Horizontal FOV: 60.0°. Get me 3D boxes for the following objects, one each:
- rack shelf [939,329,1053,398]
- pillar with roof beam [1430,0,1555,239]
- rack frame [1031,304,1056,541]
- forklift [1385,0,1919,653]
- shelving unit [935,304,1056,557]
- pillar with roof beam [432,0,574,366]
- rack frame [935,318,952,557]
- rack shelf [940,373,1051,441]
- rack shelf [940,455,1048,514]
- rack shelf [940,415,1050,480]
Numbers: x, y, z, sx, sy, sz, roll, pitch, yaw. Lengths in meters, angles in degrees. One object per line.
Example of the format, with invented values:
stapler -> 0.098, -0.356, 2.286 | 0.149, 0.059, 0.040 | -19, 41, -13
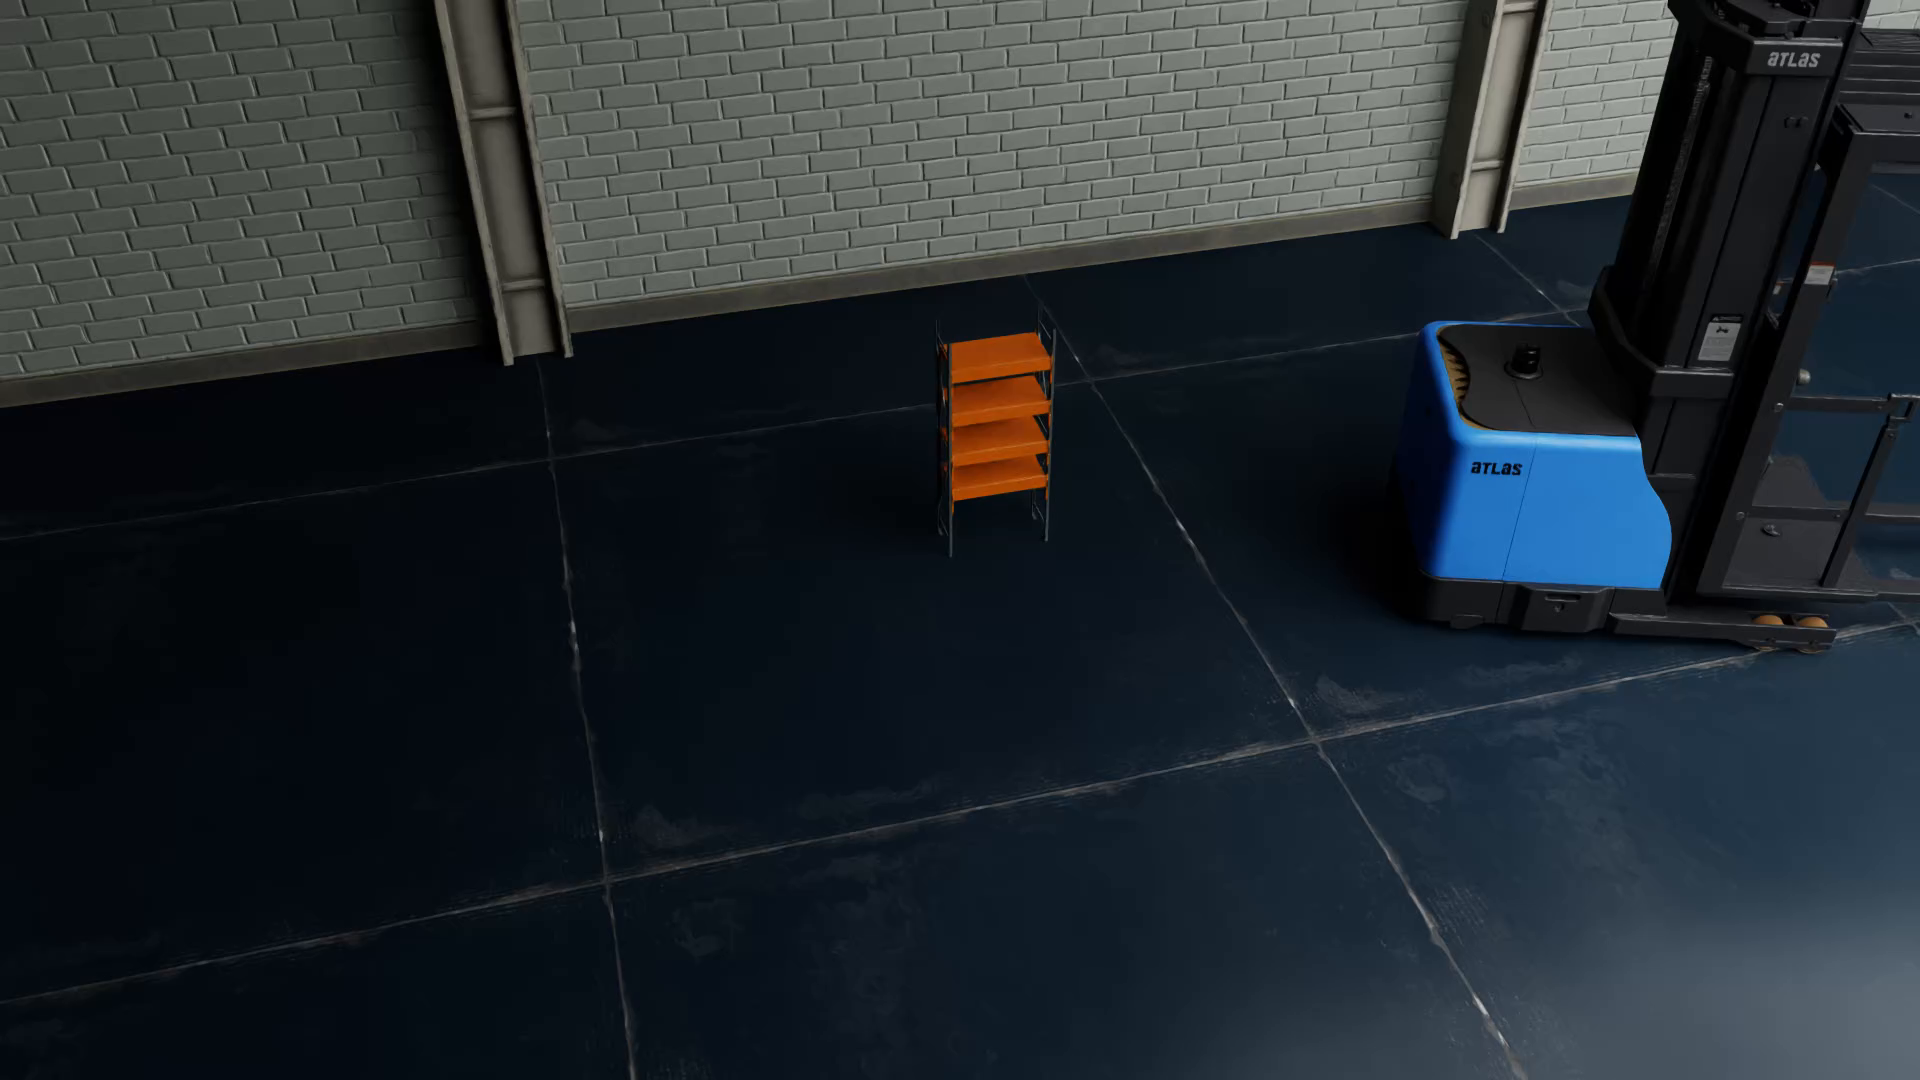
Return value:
rack shelf -> 0.160, -0.815, 7.660 | 0.480, 0.148, 0.258 | -9, 38, -12
pillar with roof beam -> 4.449, -3.119, 4.901 | 0.400, 9.000, 9.100 | -9, 38, -12
rack frame -> 0.395, -0.541, 7.950 | 0.015, 1.200, 0.240 | -9, 38, -12
forklift -> 3.619, -0.987, 7.107 | 3.031, 2.935, 1.130 | 3, 38, 4
shelving unit -> 0.160, -0.503, 7.899 | 0.503, 1.200, 0.258 | -9, 38, -12
pillar with roof beam -> -1.343, -2.169, 3.658 | 0.400, 9.000, 9.100 | -9, 38, -12
rack frame -> -0.076, -0.464, 7.849 | 0.015, 1.200, 0.240 | -9, 38, -12
rack shelf -> 0.160, -0.627, 7.804 | 0.480, 0.148, 0.258 | -9, 38, -12
rack shelf -> 0.160, -0.292, 8.061 | 0.480, 0.148, 0.258 | -9, 38, -12
rack shelf -> 0.160, -0.449, 7.940 | 0.480, 0.148, 0.258 | -9, 38, -12
